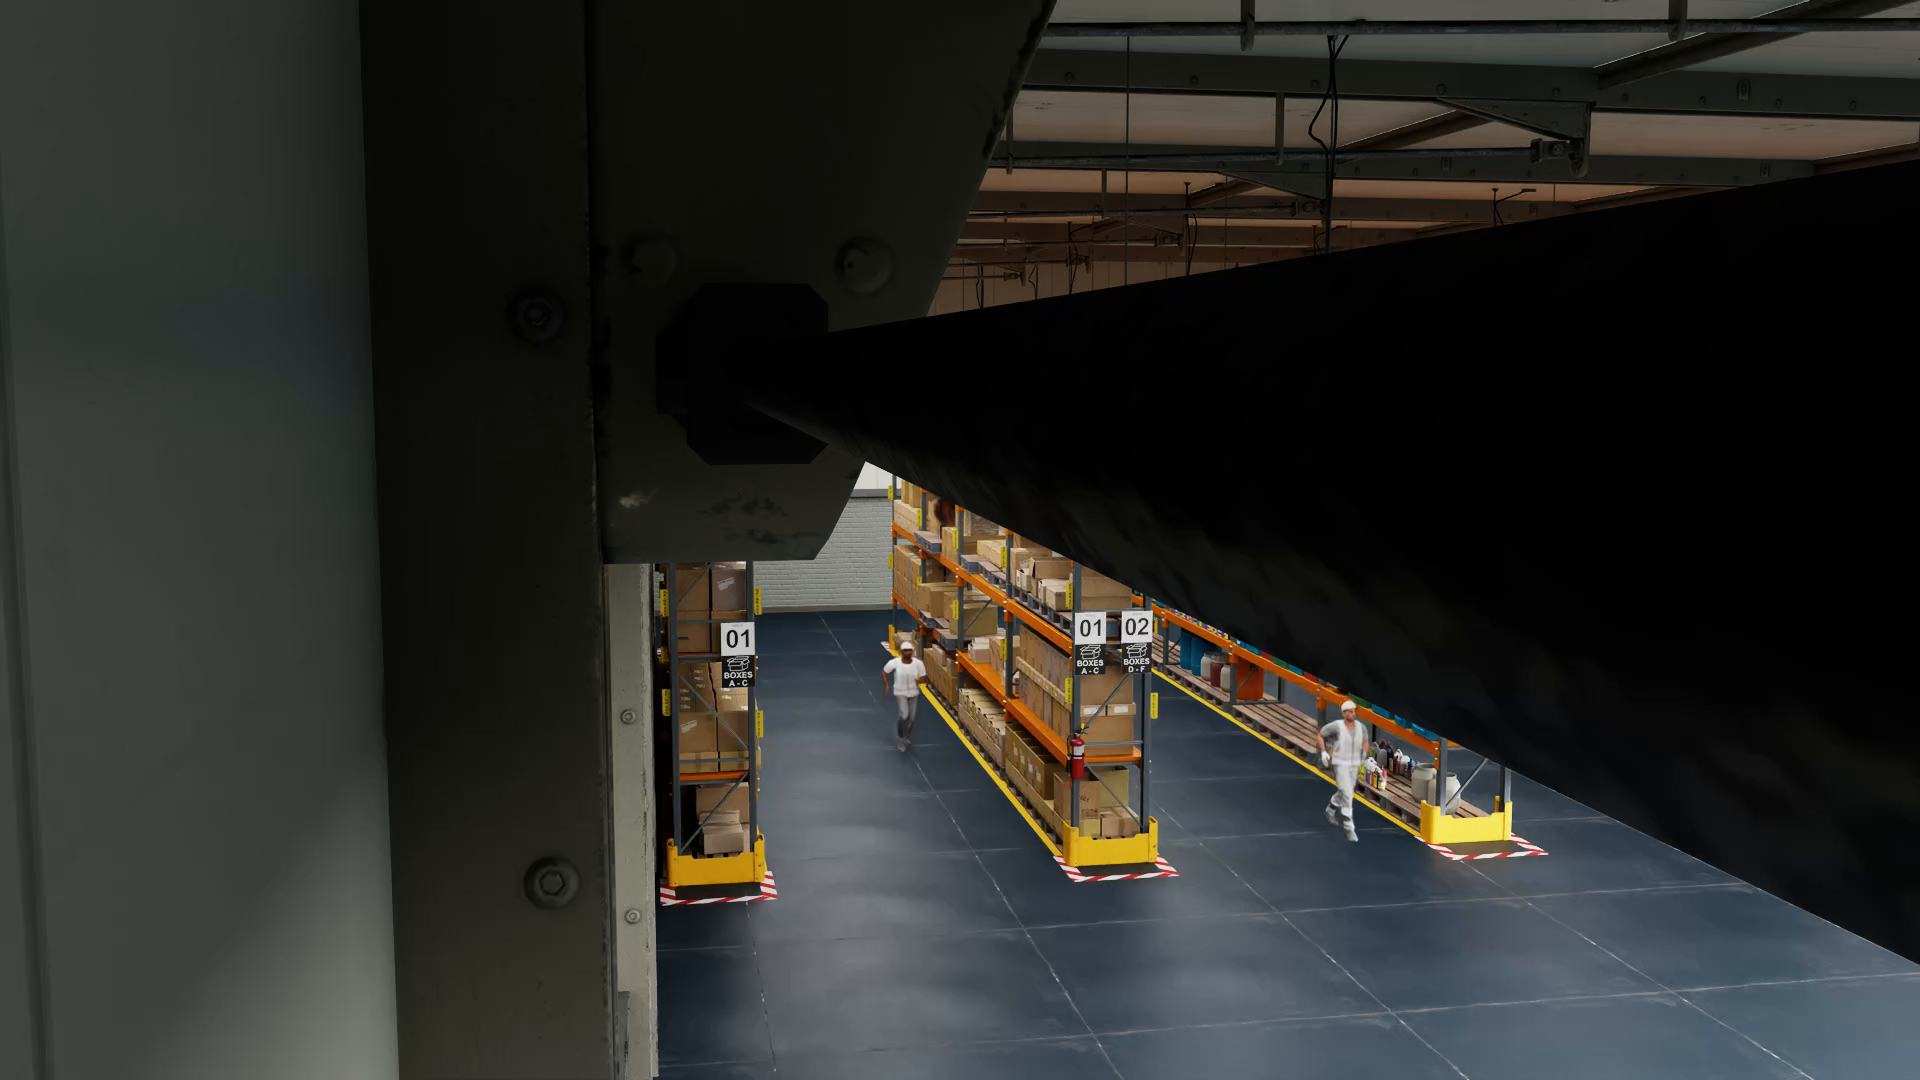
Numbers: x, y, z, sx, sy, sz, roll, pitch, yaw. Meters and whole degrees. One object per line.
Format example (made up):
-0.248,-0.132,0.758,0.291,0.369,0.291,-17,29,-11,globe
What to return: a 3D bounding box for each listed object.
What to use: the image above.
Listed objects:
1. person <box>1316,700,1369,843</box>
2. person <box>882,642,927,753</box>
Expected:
5.163,3.044,22.241,0.665,1.828,0.881,-3,7,-22,person
-0.870,2.545,26.990,0.671,1.798,0.728,-2,6,-18,person
